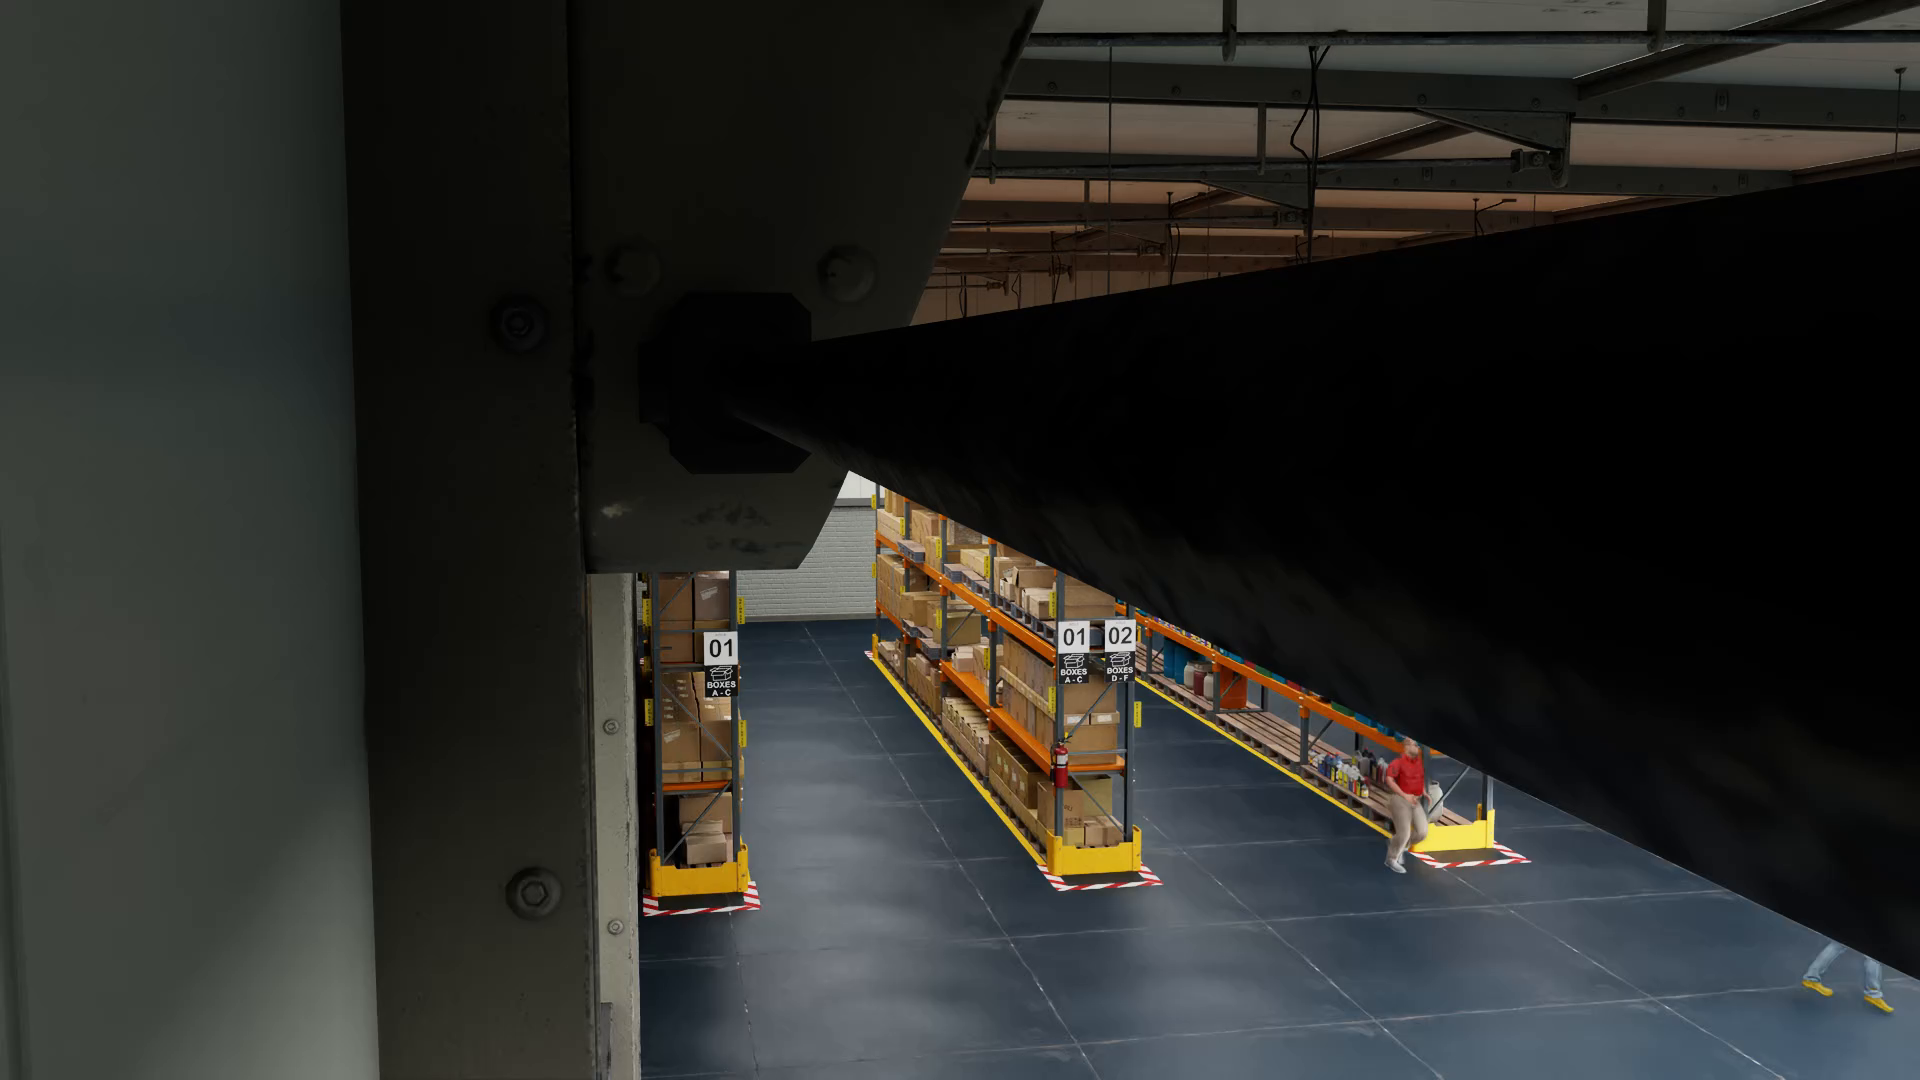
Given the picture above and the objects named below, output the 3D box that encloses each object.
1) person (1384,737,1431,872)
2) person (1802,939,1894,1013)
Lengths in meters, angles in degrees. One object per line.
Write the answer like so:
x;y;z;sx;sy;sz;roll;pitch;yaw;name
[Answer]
5.714;3.343;21.051;0.736;1.680;0.498;-4;7;-35;person
8.851;3.753;16.511;0.807;1.821;0.677;1;6;8;person
